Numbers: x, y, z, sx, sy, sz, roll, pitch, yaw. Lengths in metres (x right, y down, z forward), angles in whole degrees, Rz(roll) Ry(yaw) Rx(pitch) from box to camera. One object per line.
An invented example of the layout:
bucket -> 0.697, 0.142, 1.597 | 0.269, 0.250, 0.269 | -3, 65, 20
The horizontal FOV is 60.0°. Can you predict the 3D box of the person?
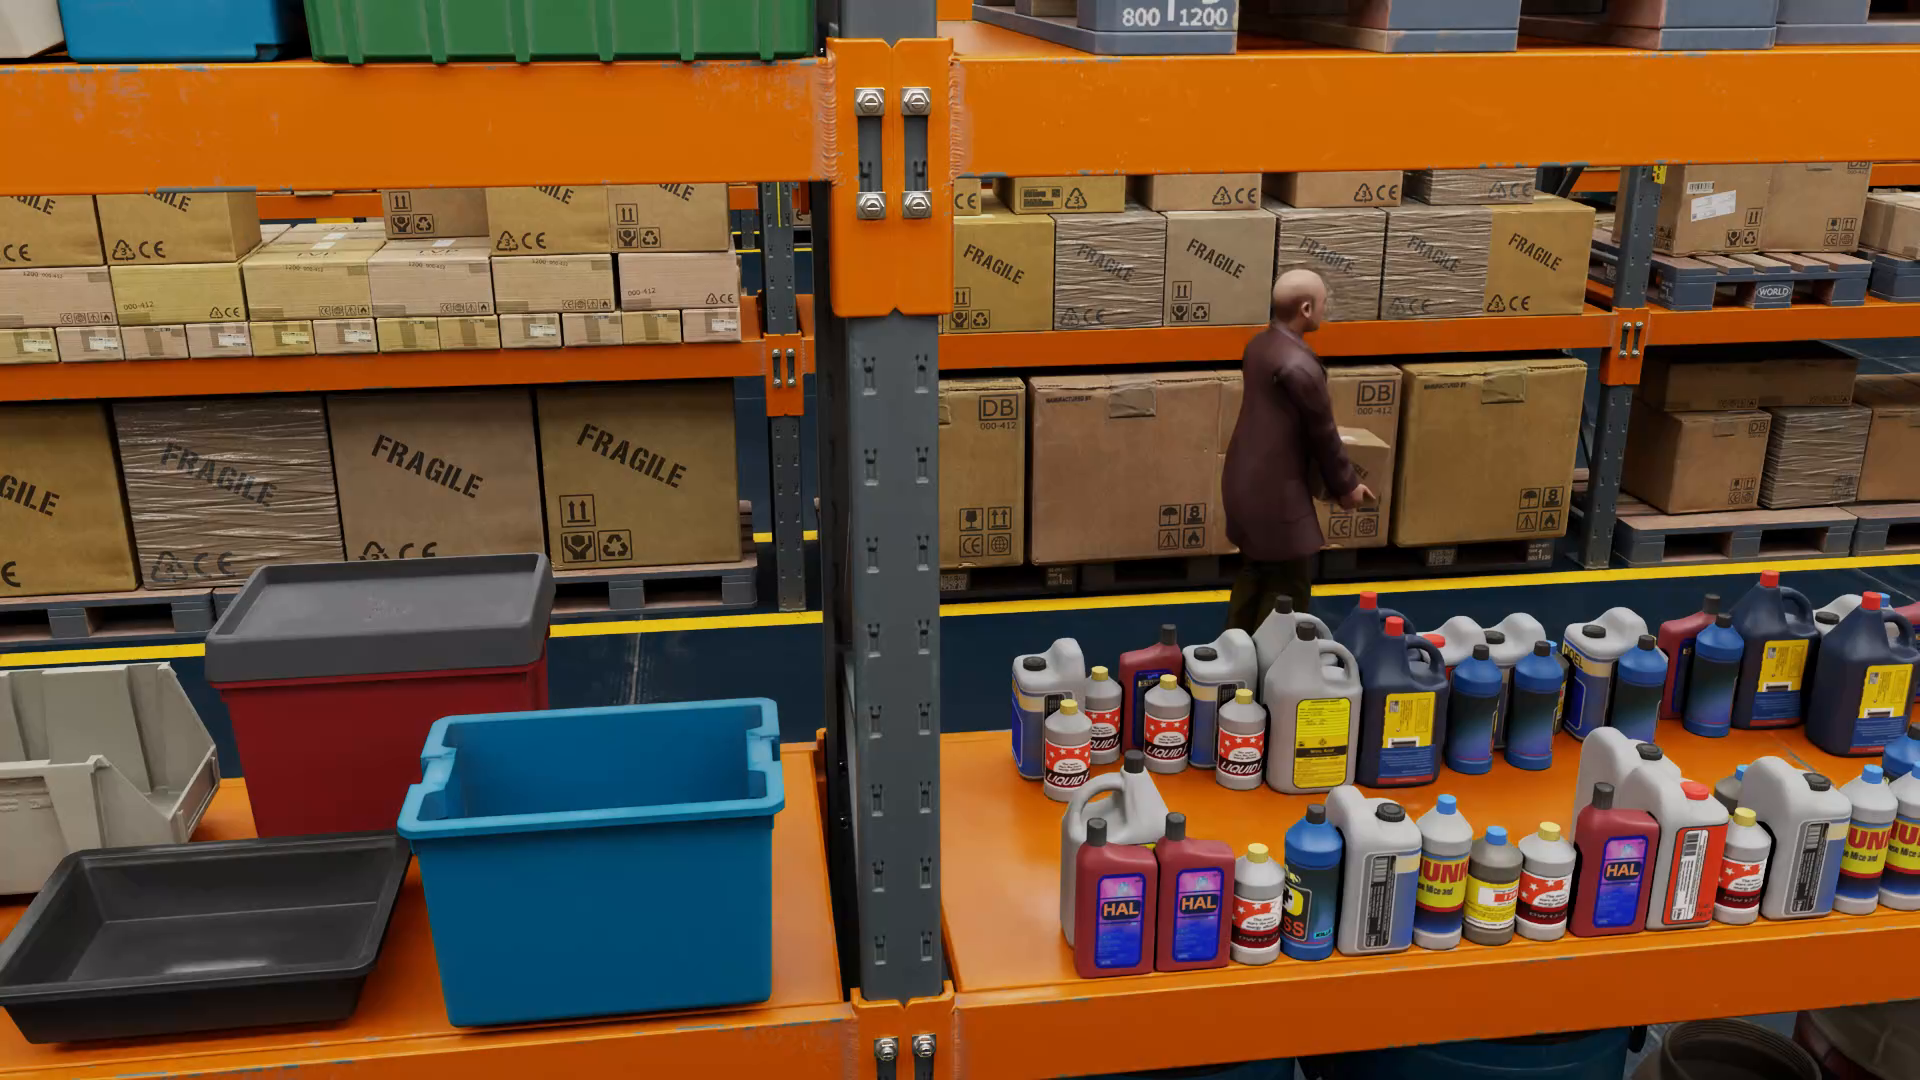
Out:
person -> 1.341, -0.200, 6.668 | 0.573, 1.774, 0.527 | -3, 20, -9
